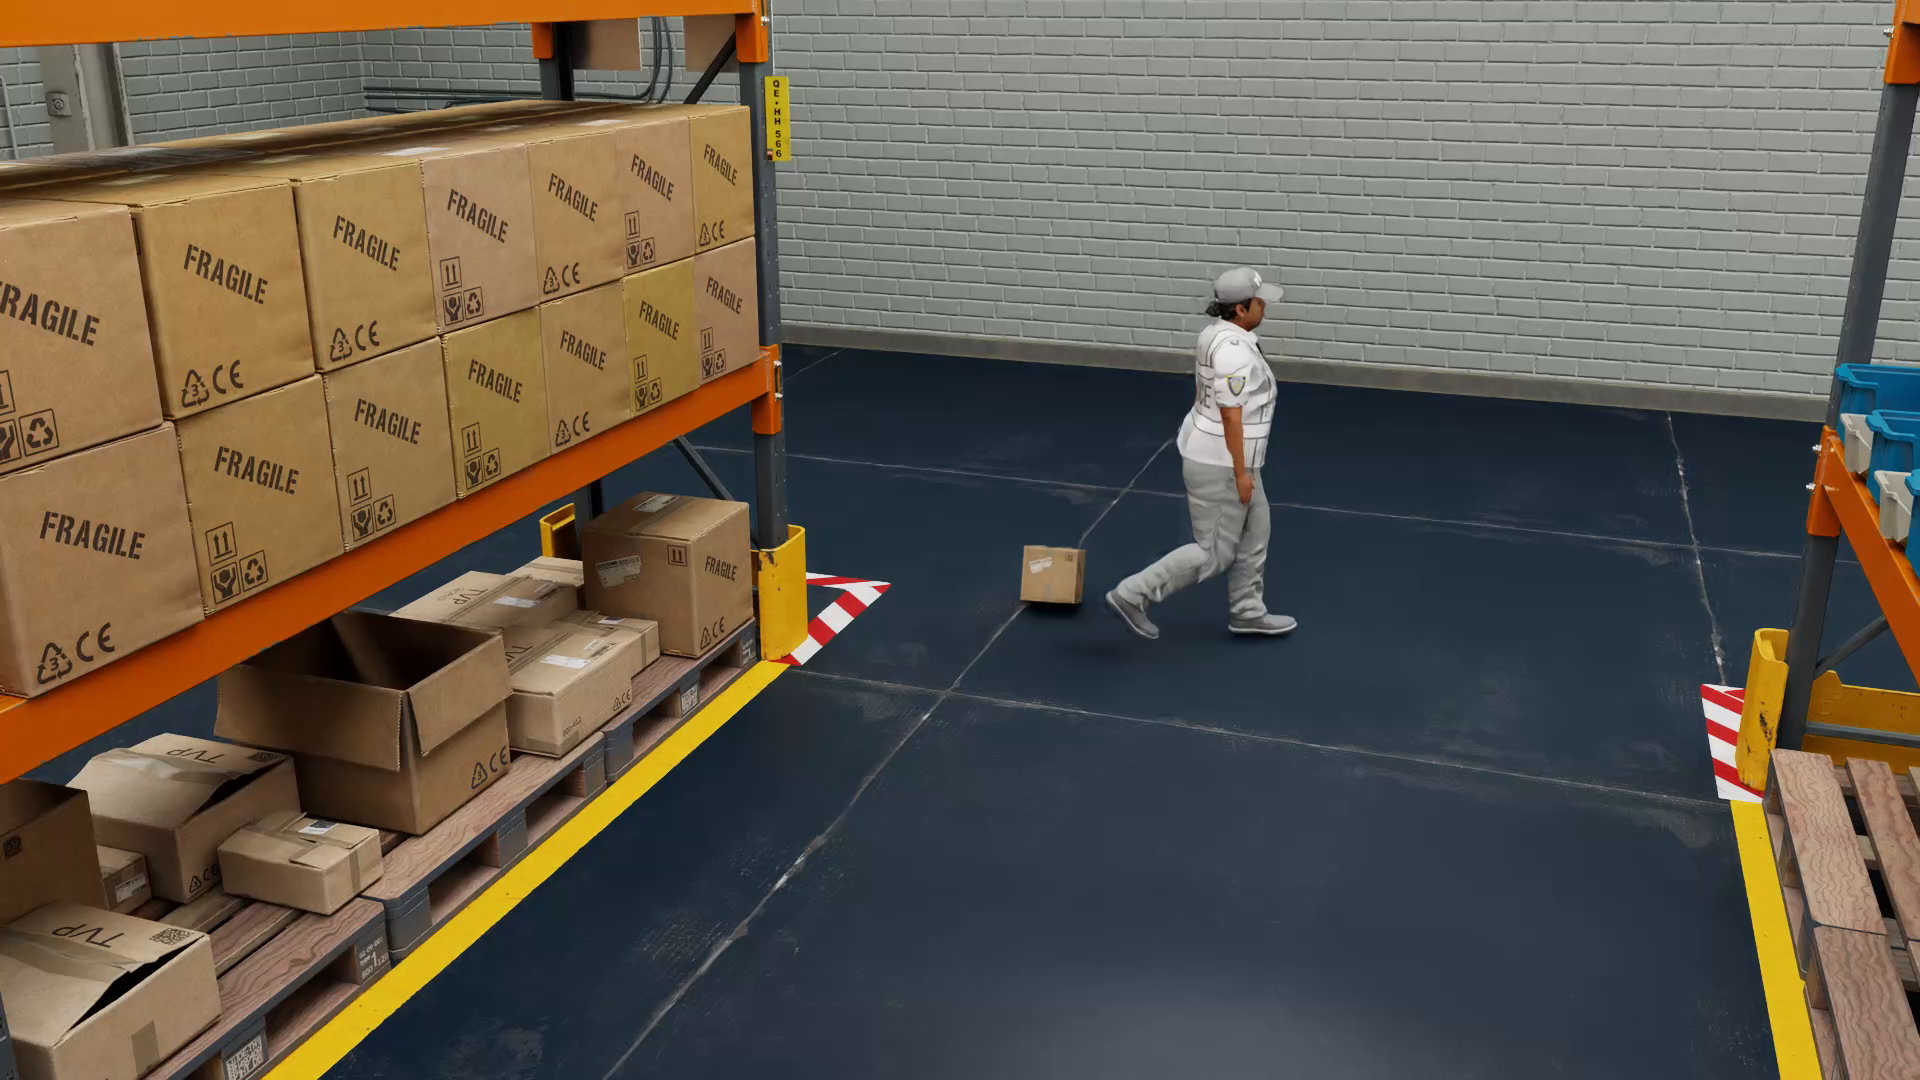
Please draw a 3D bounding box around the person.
[{"bbox_3d":[1.060,-0.345,7.050,0.856,1.627,0.477,1,19,3],"label":"person"}]
